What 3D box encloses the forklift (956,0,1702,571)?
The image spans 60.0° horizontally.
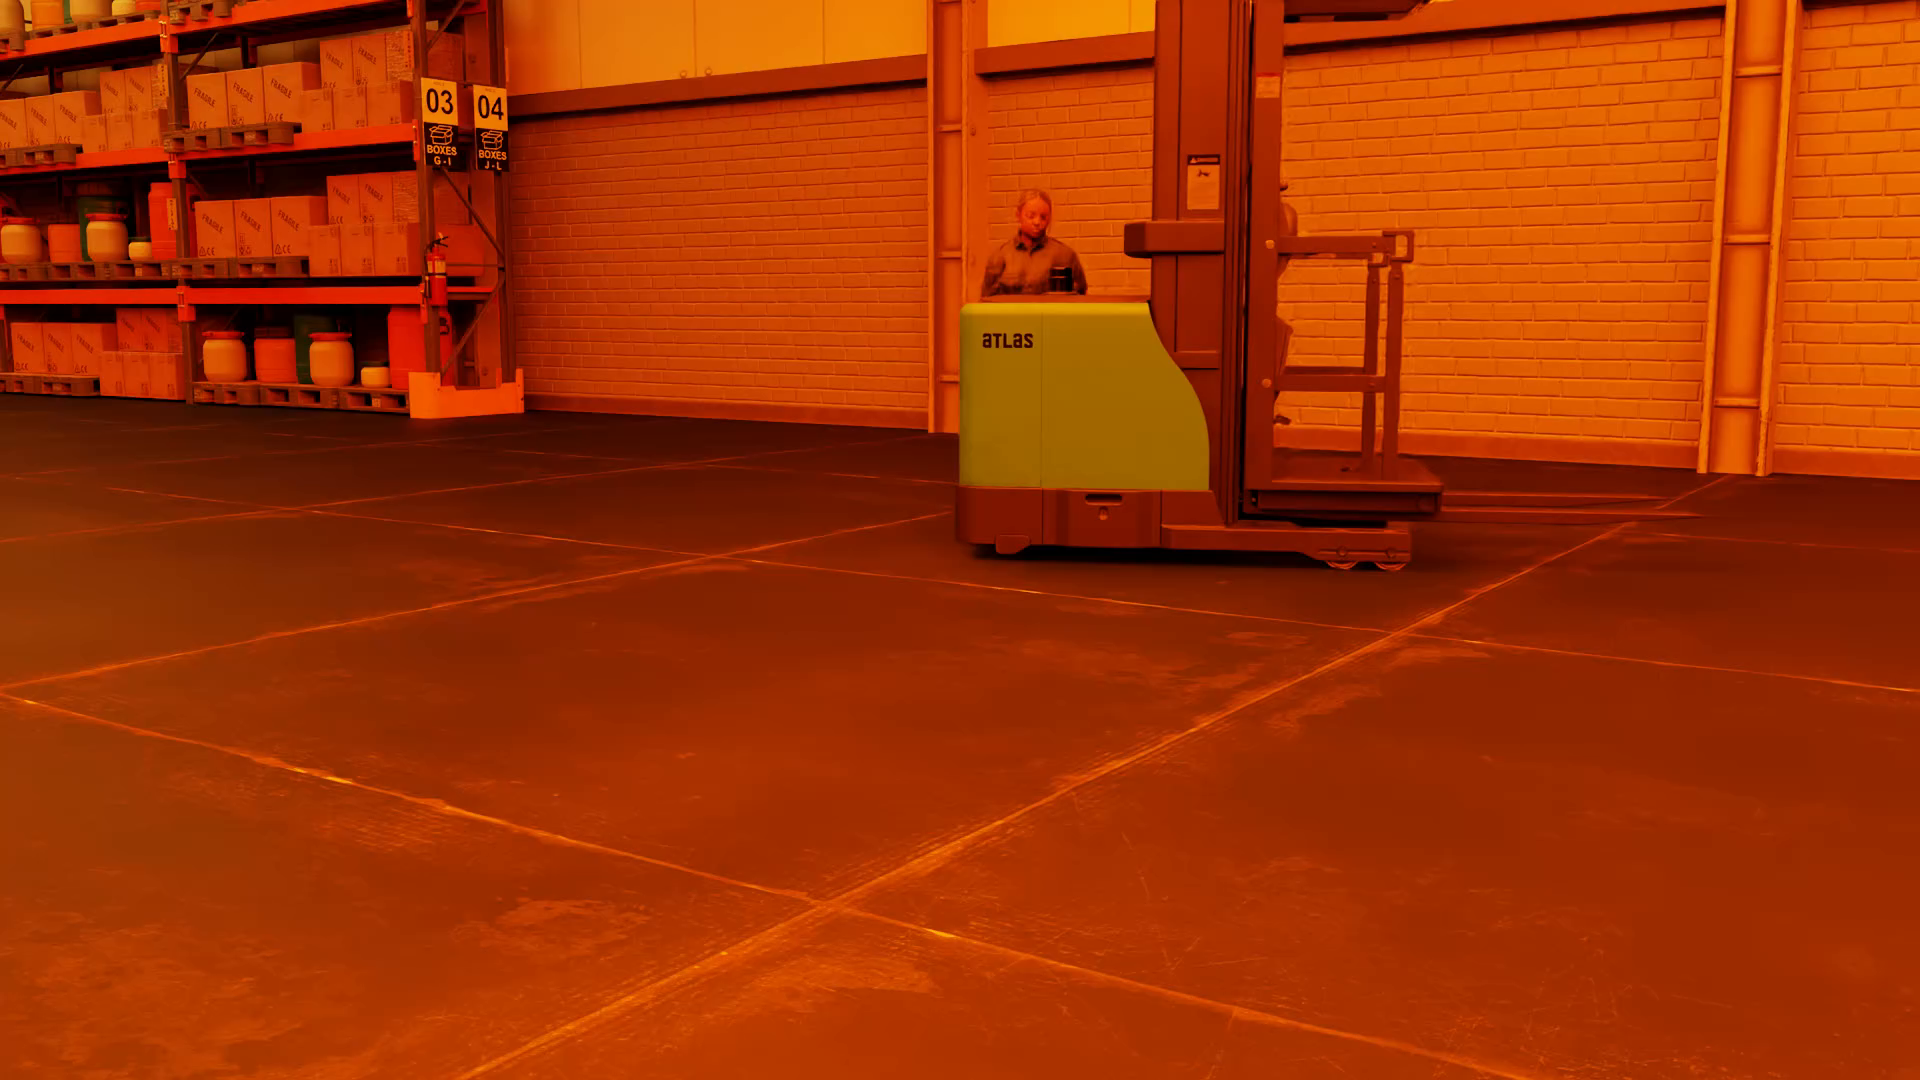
[{"bbox_3d":[1.545,-1.406,7.081,3.031,2.935,1.130,1,8,9],"label":"forklift"}]

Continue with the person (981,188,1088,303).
[{"bbox_3d":[0.402,-0.927,8.330,0.714,1.636,0.316,1,8,7],"label":"person"}]
